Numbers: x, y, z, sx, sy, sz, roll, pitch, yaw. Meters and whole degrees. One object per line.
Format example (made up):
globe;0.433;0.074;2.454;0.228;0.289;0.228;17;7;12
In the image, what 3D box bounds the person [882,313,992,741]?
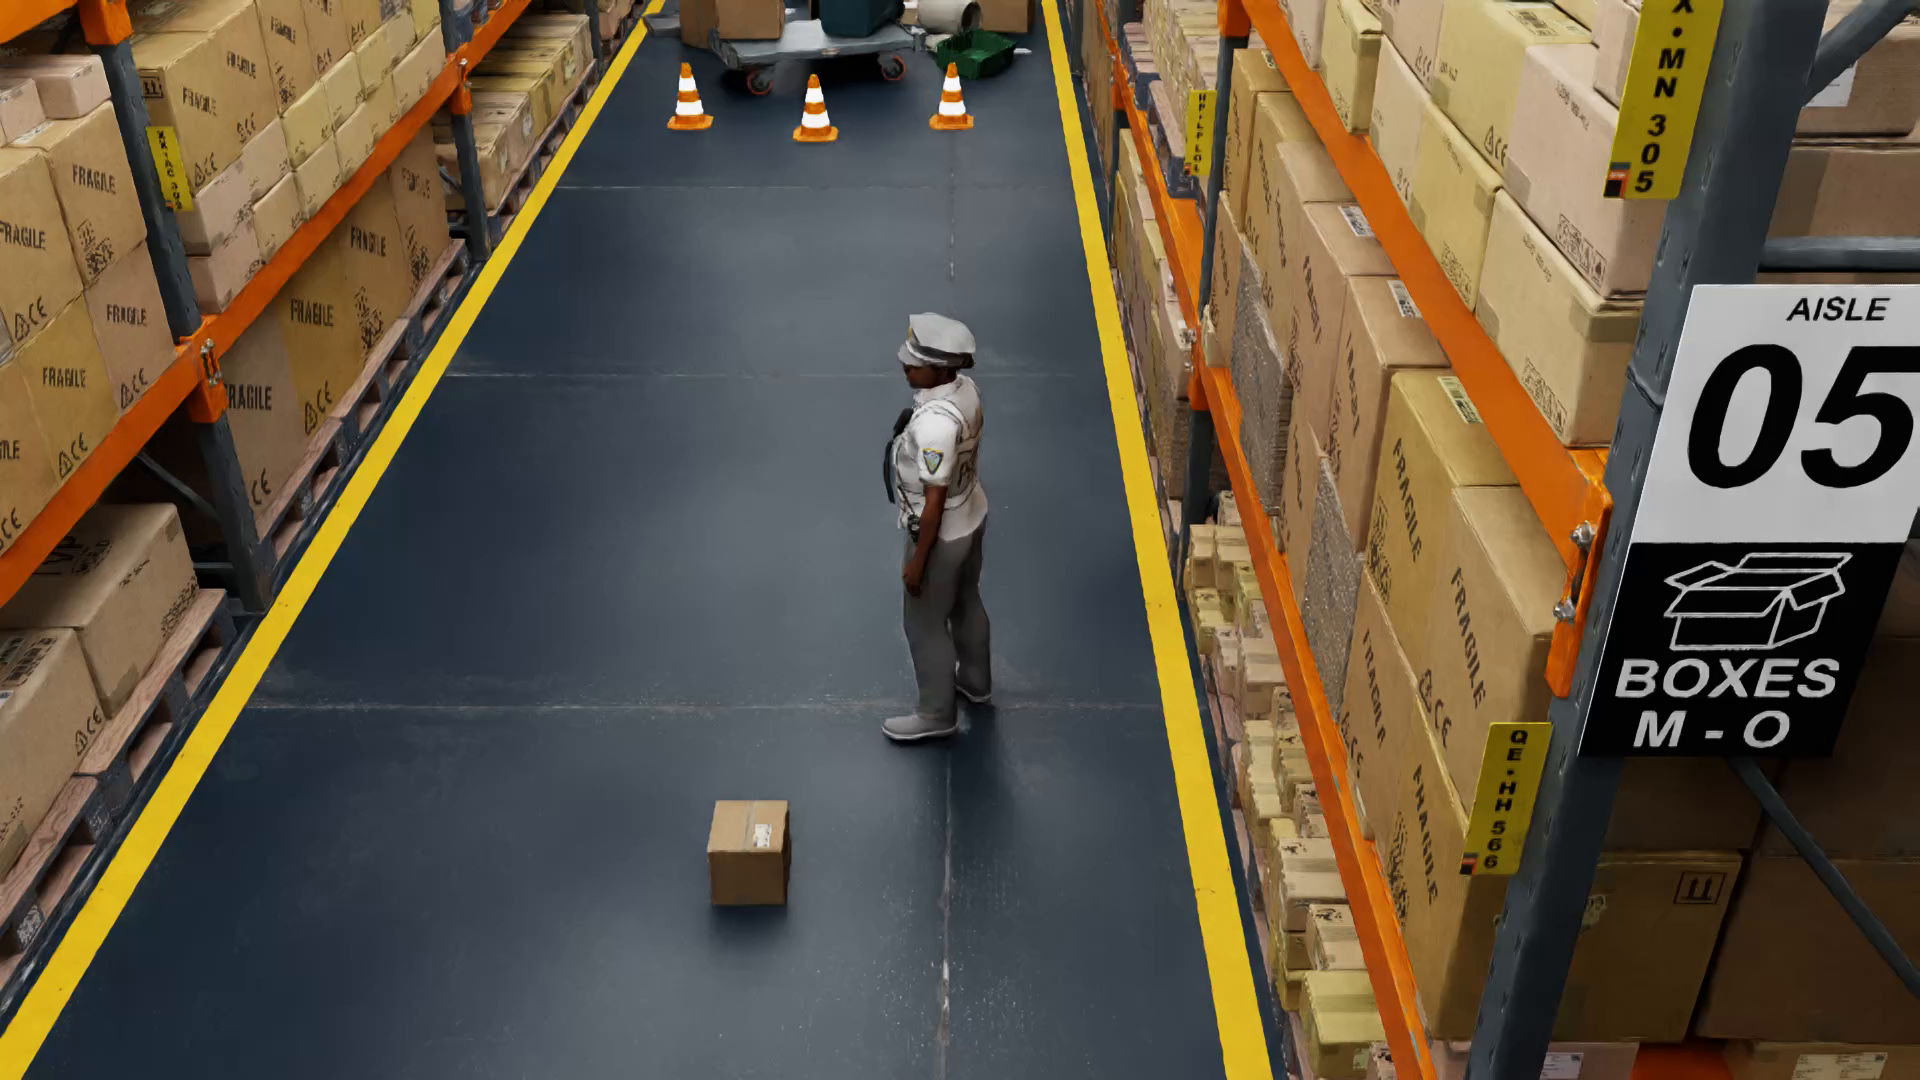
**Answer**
person;-0.076;-0.038;6.154;0.353;1.679;0.553;9;33;15
